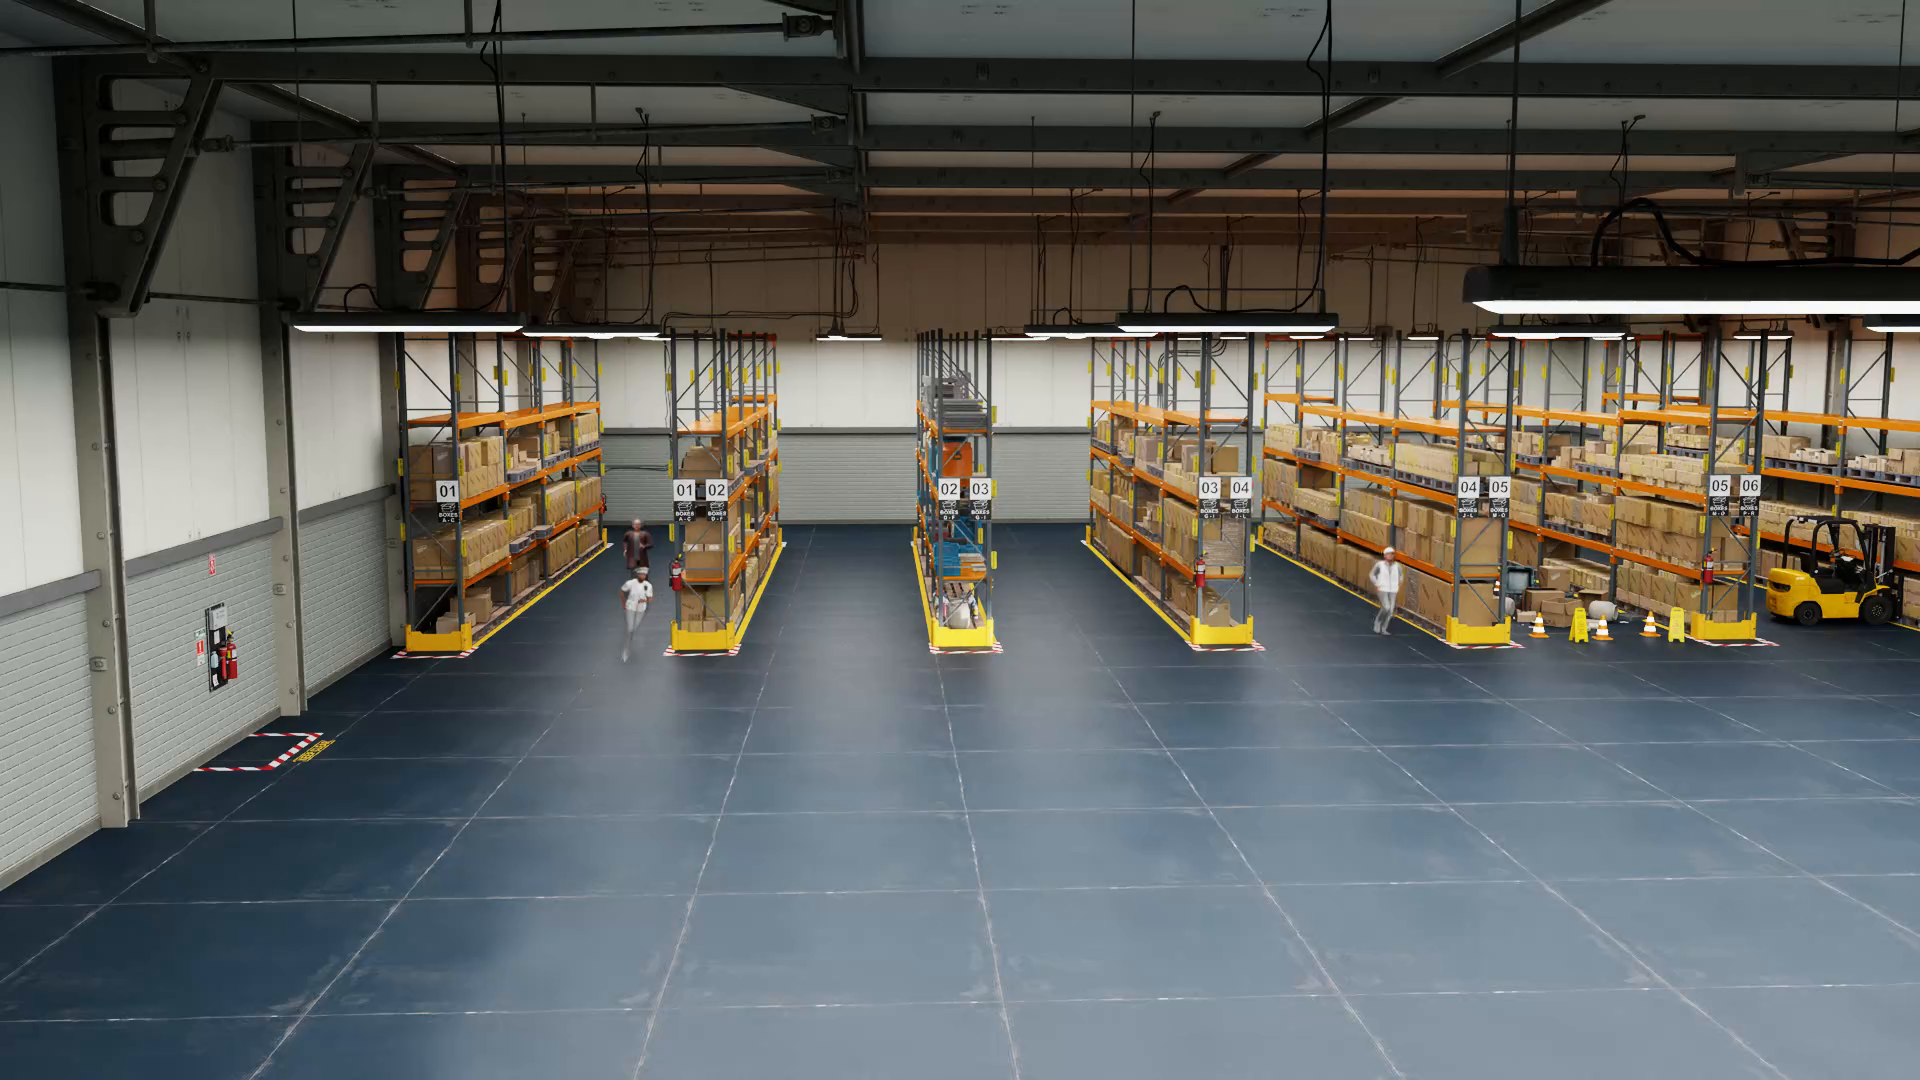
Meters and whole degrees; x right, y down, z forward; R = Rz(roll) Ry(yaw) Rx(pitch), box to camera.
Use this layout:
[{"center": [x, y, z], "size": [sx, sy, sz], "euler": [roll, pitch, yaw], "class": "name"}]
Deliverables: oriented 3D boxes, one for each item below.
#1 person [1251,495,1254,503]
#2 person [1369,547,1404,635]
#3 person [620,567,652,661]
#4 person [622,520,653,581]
[{"center": [8.219, -0.887, 48.932], "size": [0.818, 1.769, 0.780], "euler": [-3, 7, -26], "class": "person"}, {"center": [8.460, 1.013, 32.809], "size": [0.655, 1.732, 0.572], "euler": [-1, 7, -6], "class": "person"}, {"center": [-5.994, 1.322, 30.547], "size": [0.671, 1.685, 0.758], "euler": [-4, 8, -28], "class": "person"}, {"center": [-7.268, 0.417, 37.484], "size": [0.714, 1.754, 1.034], "euler": [-1, 7, -7], "class": "person"}]
